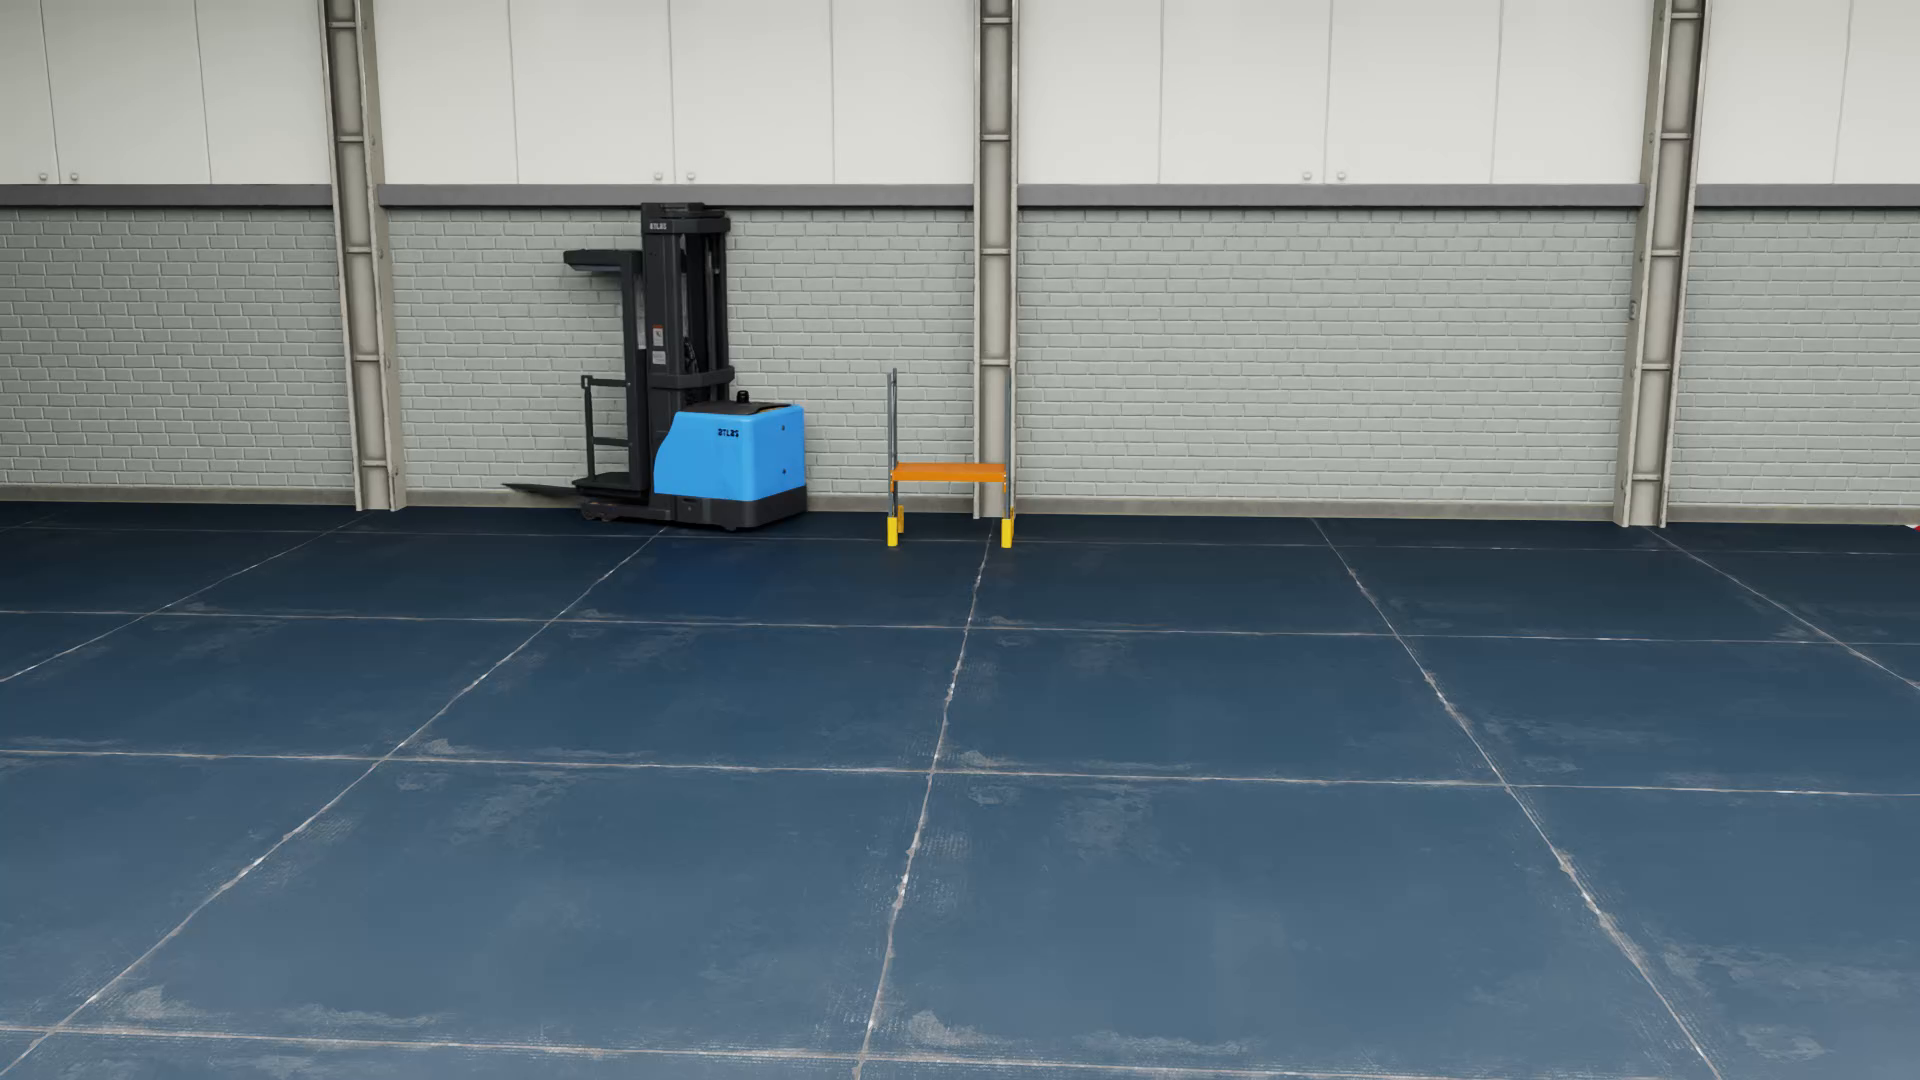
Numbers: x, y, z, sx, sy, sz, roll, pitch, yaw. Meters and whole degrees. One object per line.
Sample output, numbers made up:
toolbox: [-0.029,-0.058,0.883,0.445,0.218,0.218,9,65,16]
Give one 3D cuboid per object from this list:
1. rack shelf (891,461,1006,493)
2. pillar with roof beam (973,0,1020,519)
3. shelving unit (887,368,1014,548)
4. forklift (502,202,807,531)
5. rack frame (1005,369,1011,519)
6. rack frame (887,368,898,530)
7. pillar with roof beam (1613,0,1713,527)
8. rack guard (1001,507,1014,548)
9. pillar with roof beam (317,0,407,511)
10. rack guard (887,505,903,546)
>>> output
rack shelf: [-0.085,-0.559,14.657,1.000,0.185,0.538,1,12,4]
pillar with roof beam: [0.044,-3.757,10.749,0.400,9.000,9.100,1,12,4]
shelving unit: [-0.076,-0.735,14.619,1.083,1.500,0.587,1,12,4]
forklift: [-3.009,-1.698,15.728,3.031,2.935,1.130,6,13,25]
rack frame: [0.422,-0.728,14.587,0.032,1.500,0.500,1,12,4]
rack frame: [-0.592,-0.742,14.653,0.032,1.500,0.500,1,12,4]
pillar with roof beam: [6.031,-3.675,10.357,0.400,9.000,9.100,1,12,4]
rack guard: [0.421,-0.117,14.715,0.087,0.250,0.587,1,12,4]
pillar with roof beam: [-5.942,-3.839,11.142,0.400,9.000,9.100,1,12,4]
rack guard: [-0.573,-0.130,14.780,0.087,0.250,0.587,1,12,4]
